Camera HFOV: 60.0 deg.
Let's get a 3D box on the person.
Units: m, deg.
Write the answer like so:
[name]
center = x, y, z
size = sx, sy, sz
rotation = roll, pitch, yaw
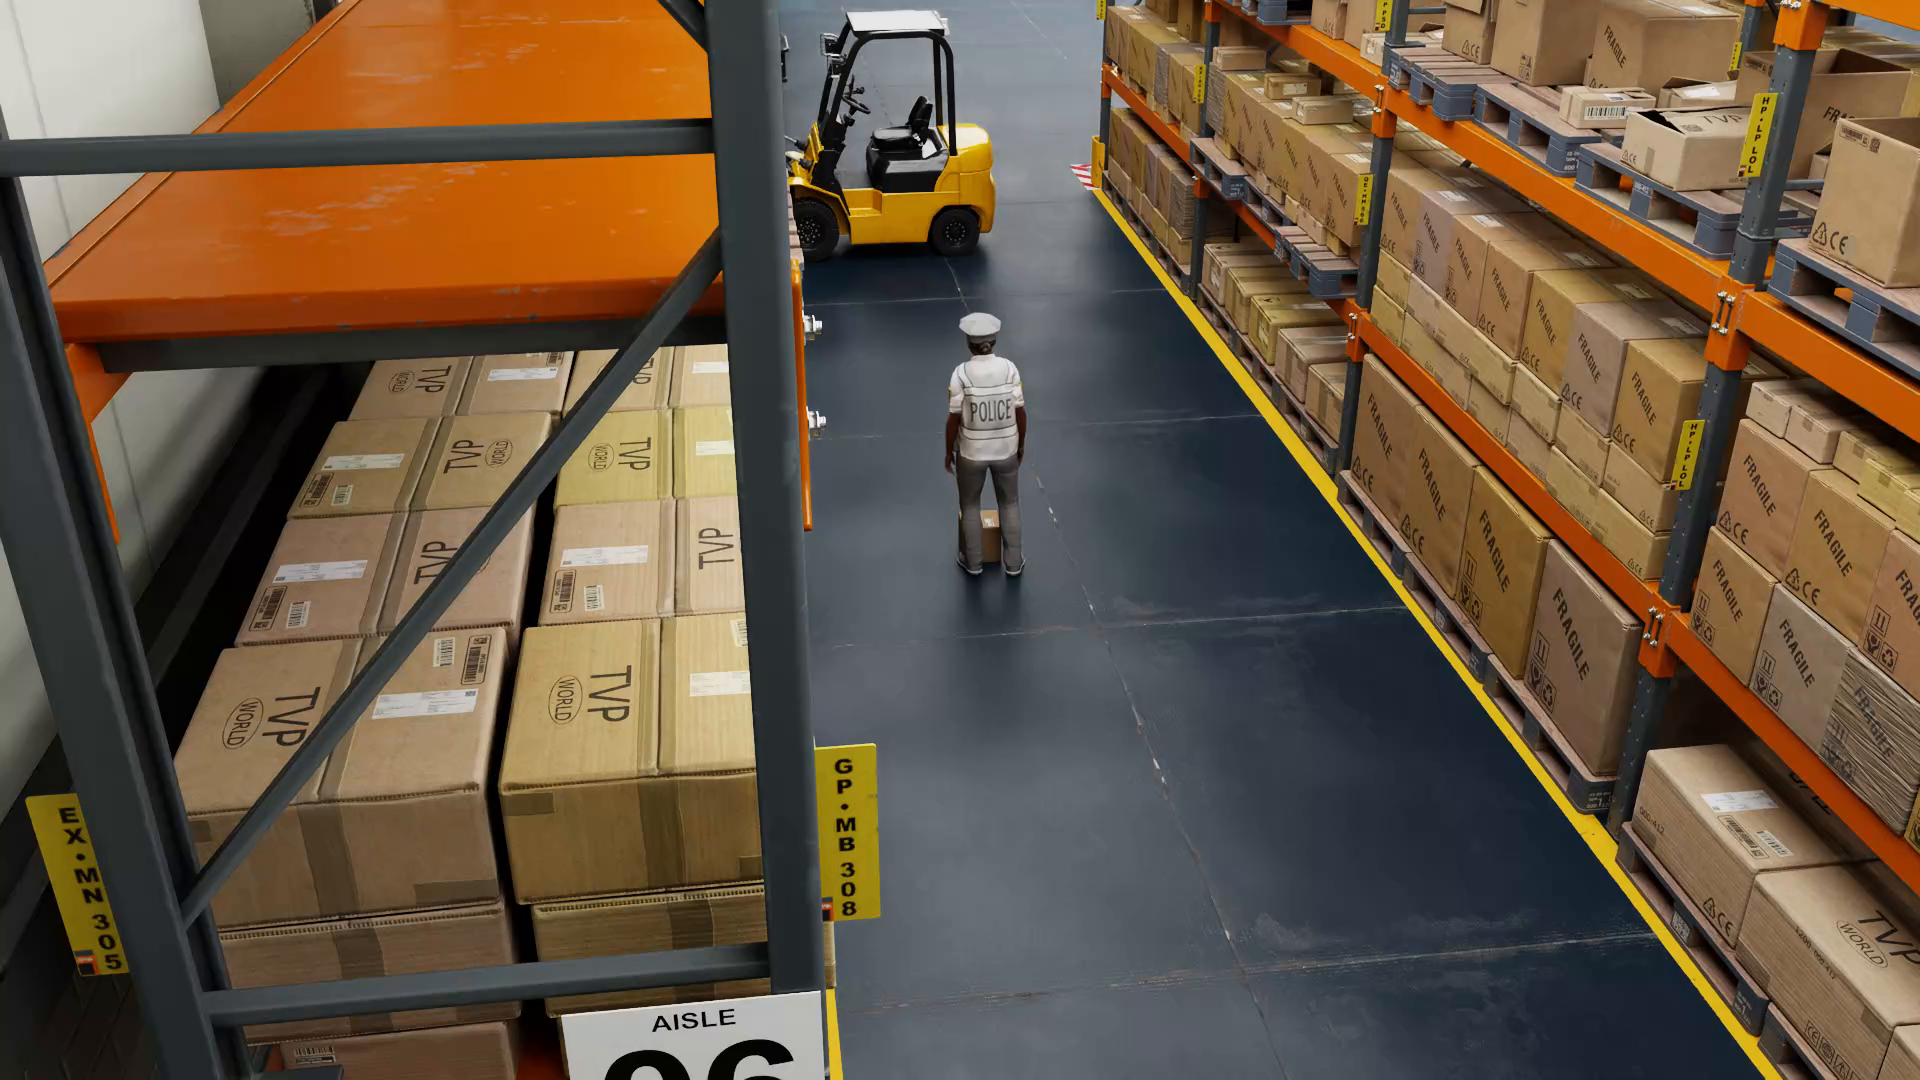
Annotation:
[person]
center = 0.165, -0.551, 10.152
size = 0.532, 1.664, 0.422
rotation = -5, 28, -10
